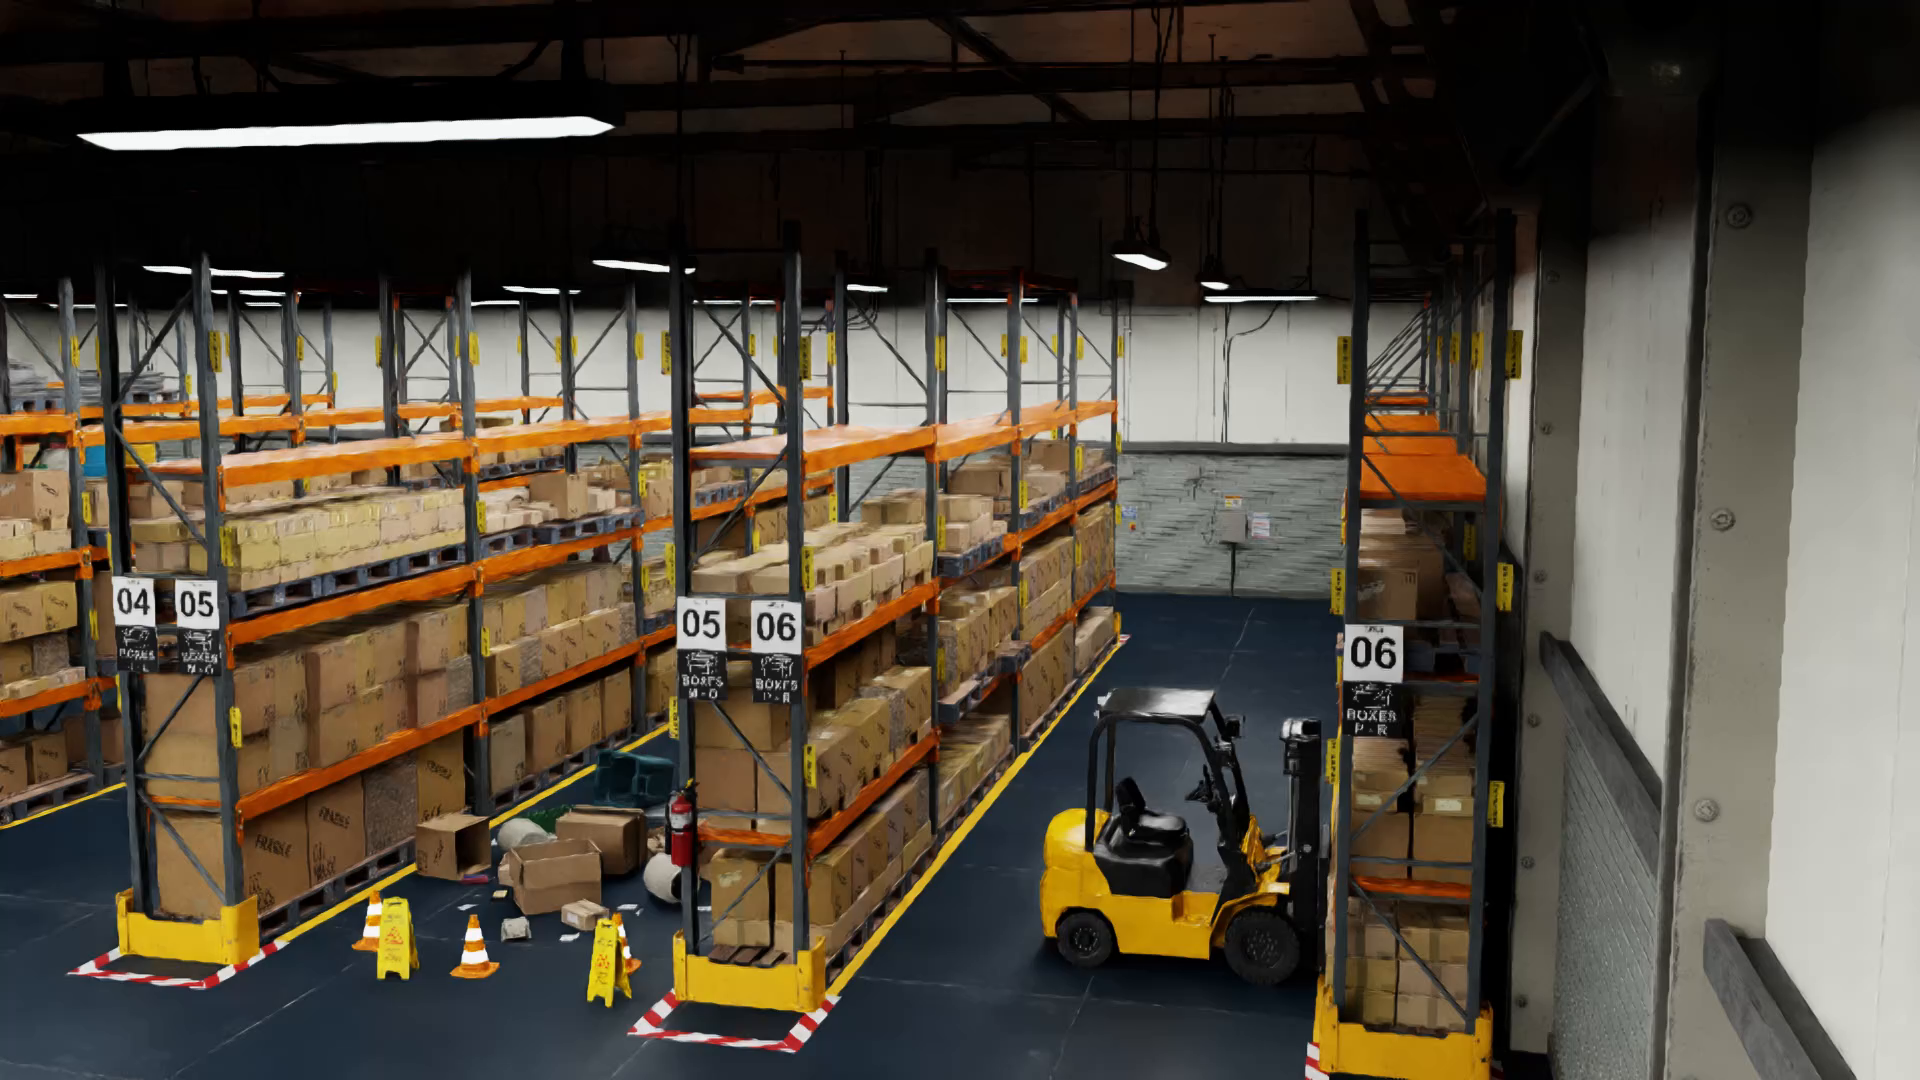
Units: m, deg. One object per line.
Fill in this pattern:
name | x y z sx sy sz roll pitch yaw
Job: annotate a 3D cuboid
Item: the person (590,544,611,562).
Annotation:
person | -6.772 0.441 31.579 0.768 1.770 0.605 -2 7 -14
